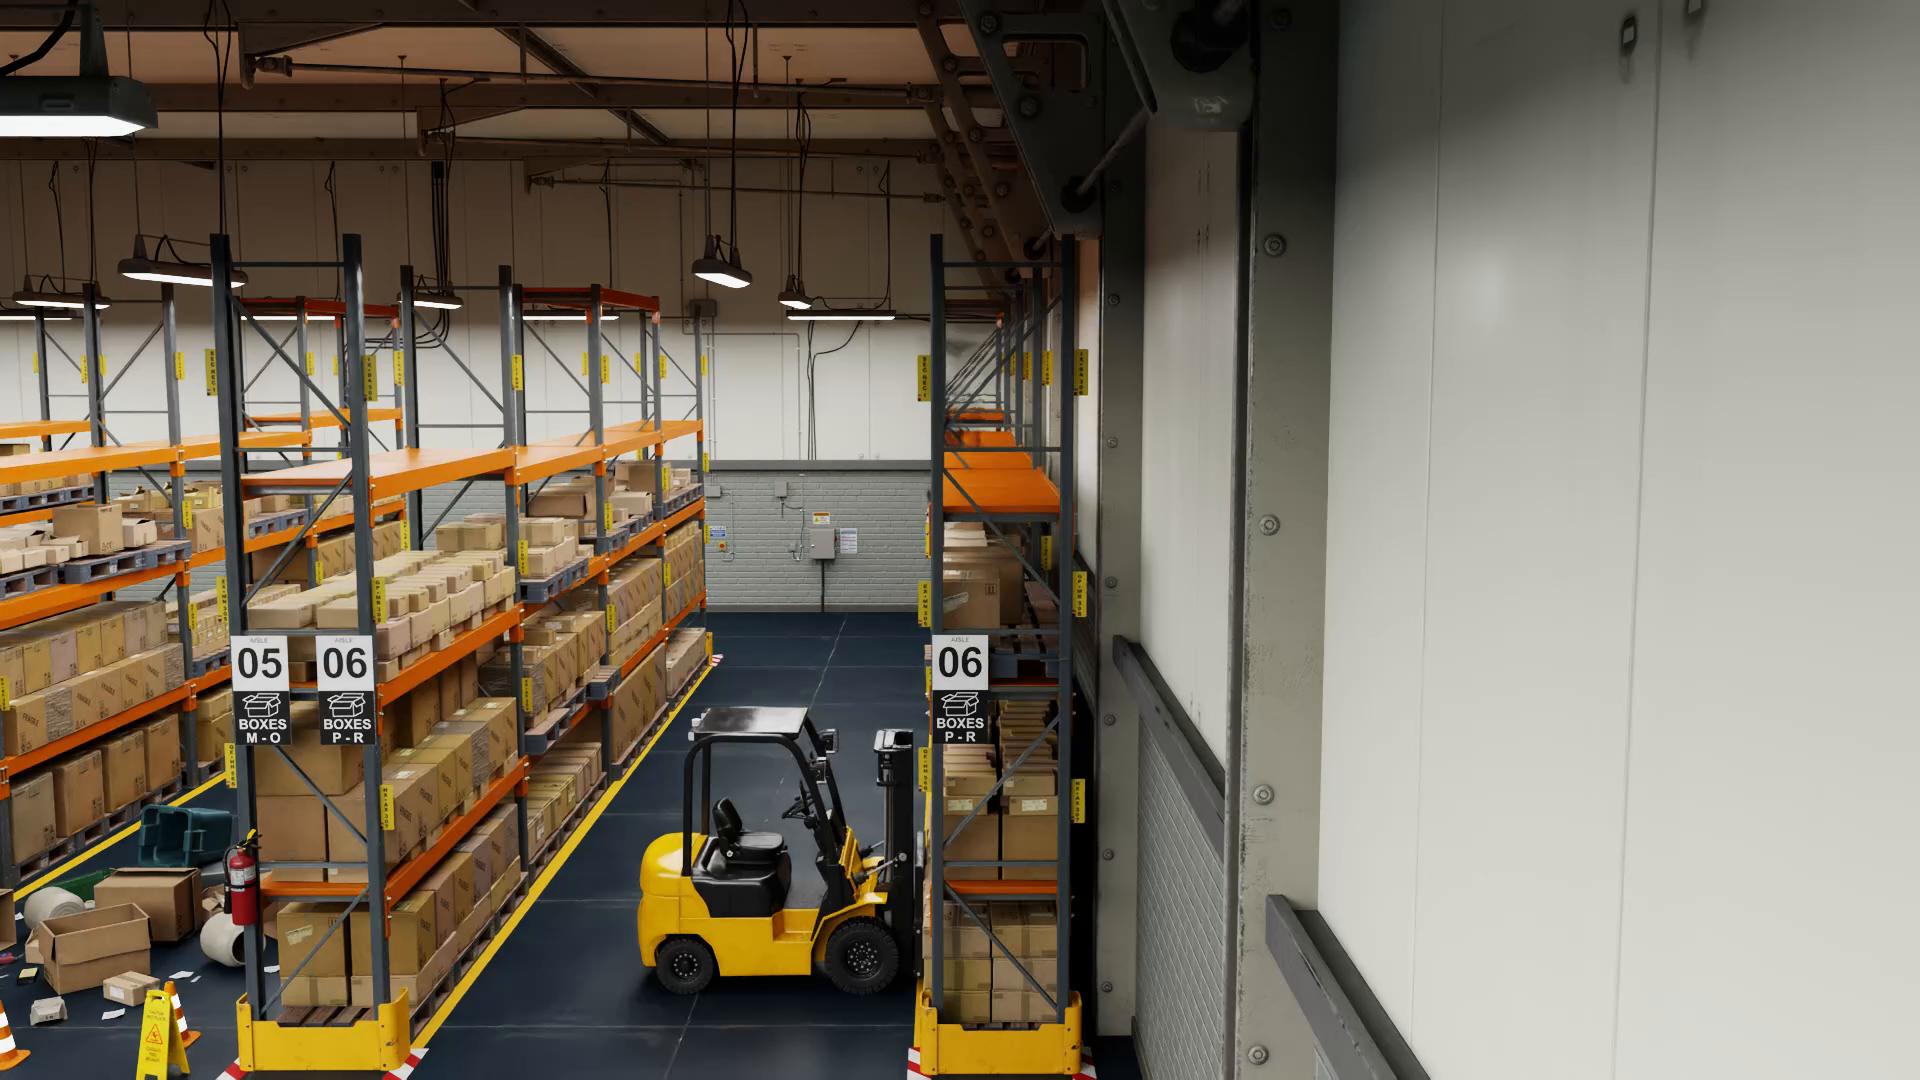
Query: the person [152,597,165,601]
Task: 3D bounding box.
[{"bbox_3d":[-11.925,1.617,25.060,0.555,1.616,0.787,0,6,2],"label":"person"}]
